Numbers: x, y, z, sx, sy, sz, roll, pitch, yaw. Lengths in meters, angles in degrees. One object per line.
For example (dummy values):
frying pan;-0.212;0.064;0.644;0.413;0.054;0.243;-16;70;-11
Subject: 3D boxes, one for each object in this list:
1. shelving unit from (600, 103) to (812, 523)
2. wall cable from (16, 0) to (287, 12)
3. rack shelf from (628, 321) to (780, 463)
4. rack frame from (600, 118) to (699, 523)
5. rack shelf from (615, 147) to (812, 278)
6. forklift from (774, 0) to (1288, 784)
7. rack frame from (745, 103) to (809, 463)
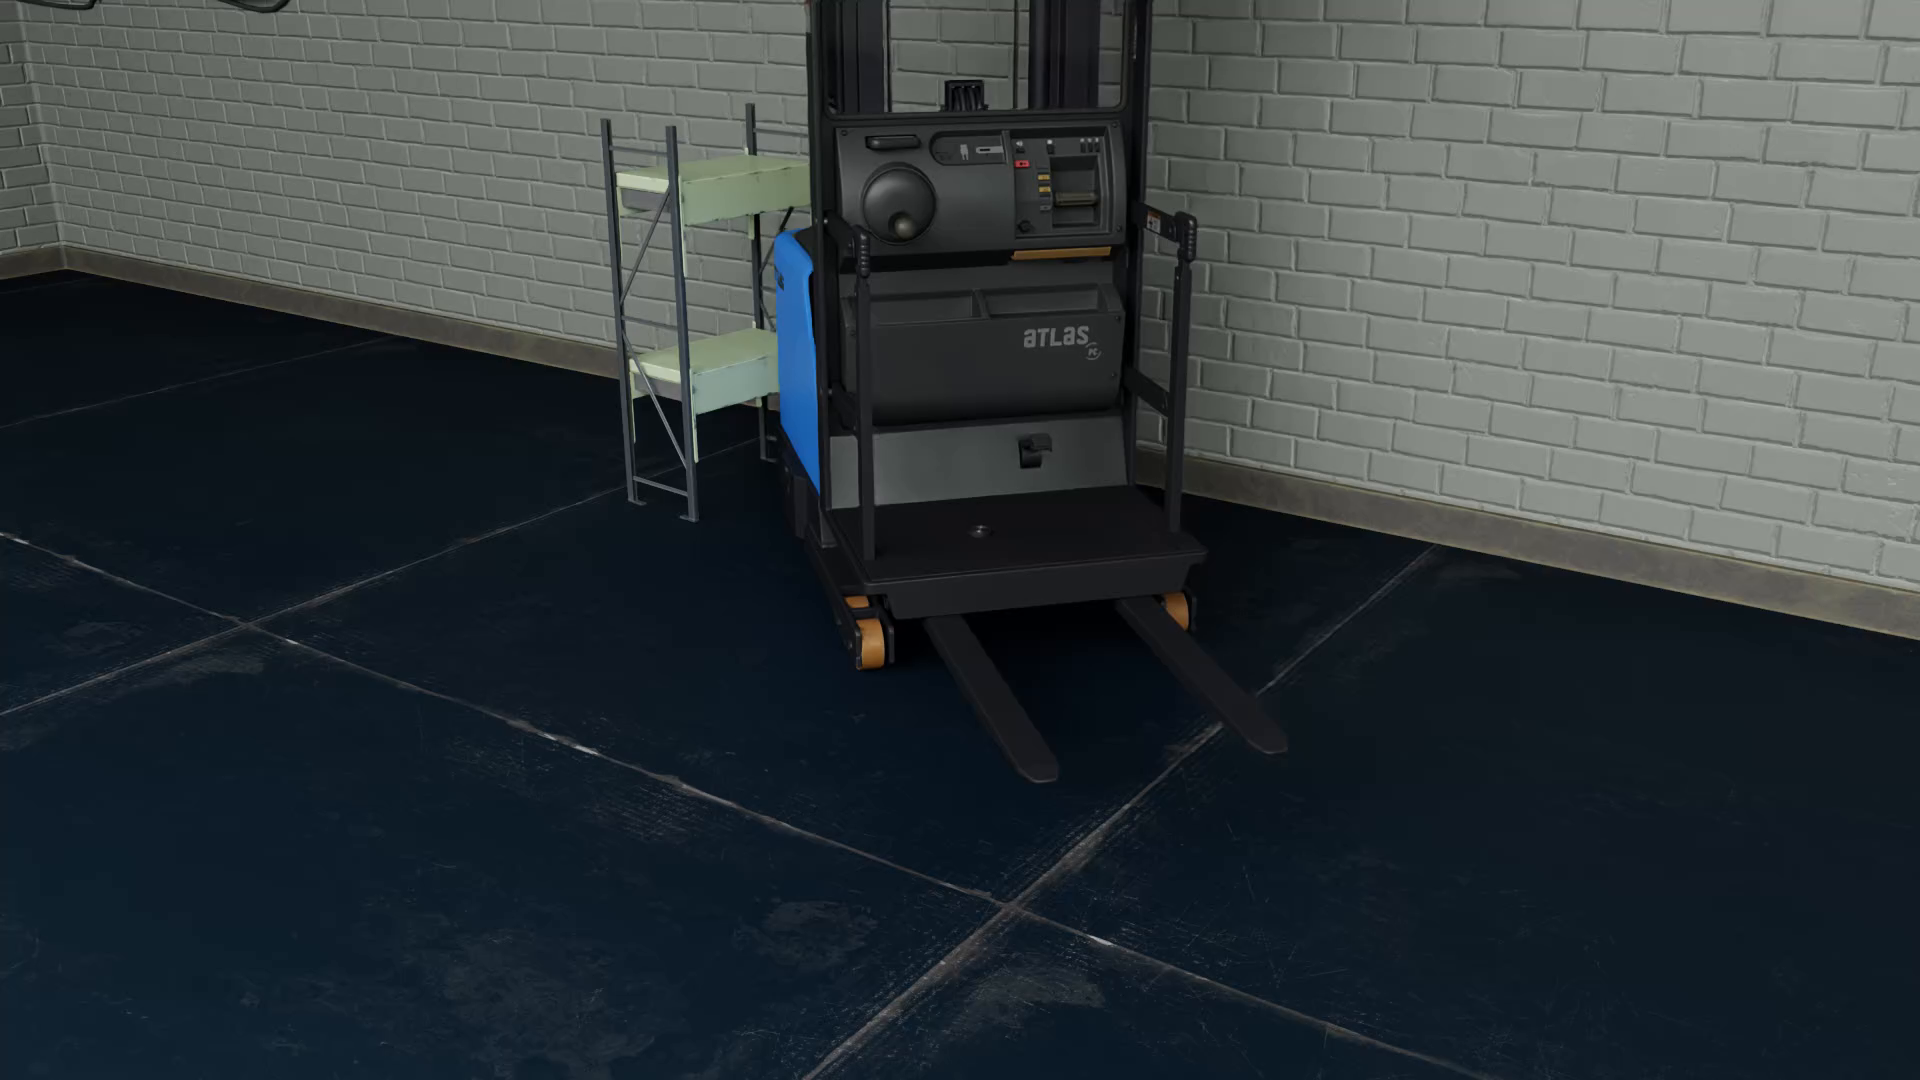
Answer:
shelving unit;-0.939;-0.915;6.577;0.431;1.500;0.755;16;26;37
wall cable;-4.840;-4.302;9.401;3.097;2.526;0.112;13;24;32
rack shelf;-0.939;-0.609;6.690;0.431;0.370;0.720;16;26;37
rack frame;-1.174;-0.818;6.314;0.400;1.500;0.023;16;26;37
rack shelf;-0.939;-1.281;6.442;0.431;0.370;0.720;16;26;37
forklift;0.130;-1.115;5.055;1.130;2.935;3.031;-5;21;-13
rack frame;-0.705;-1.013;6.841;0.400;1.500;0.023;16;26;37
